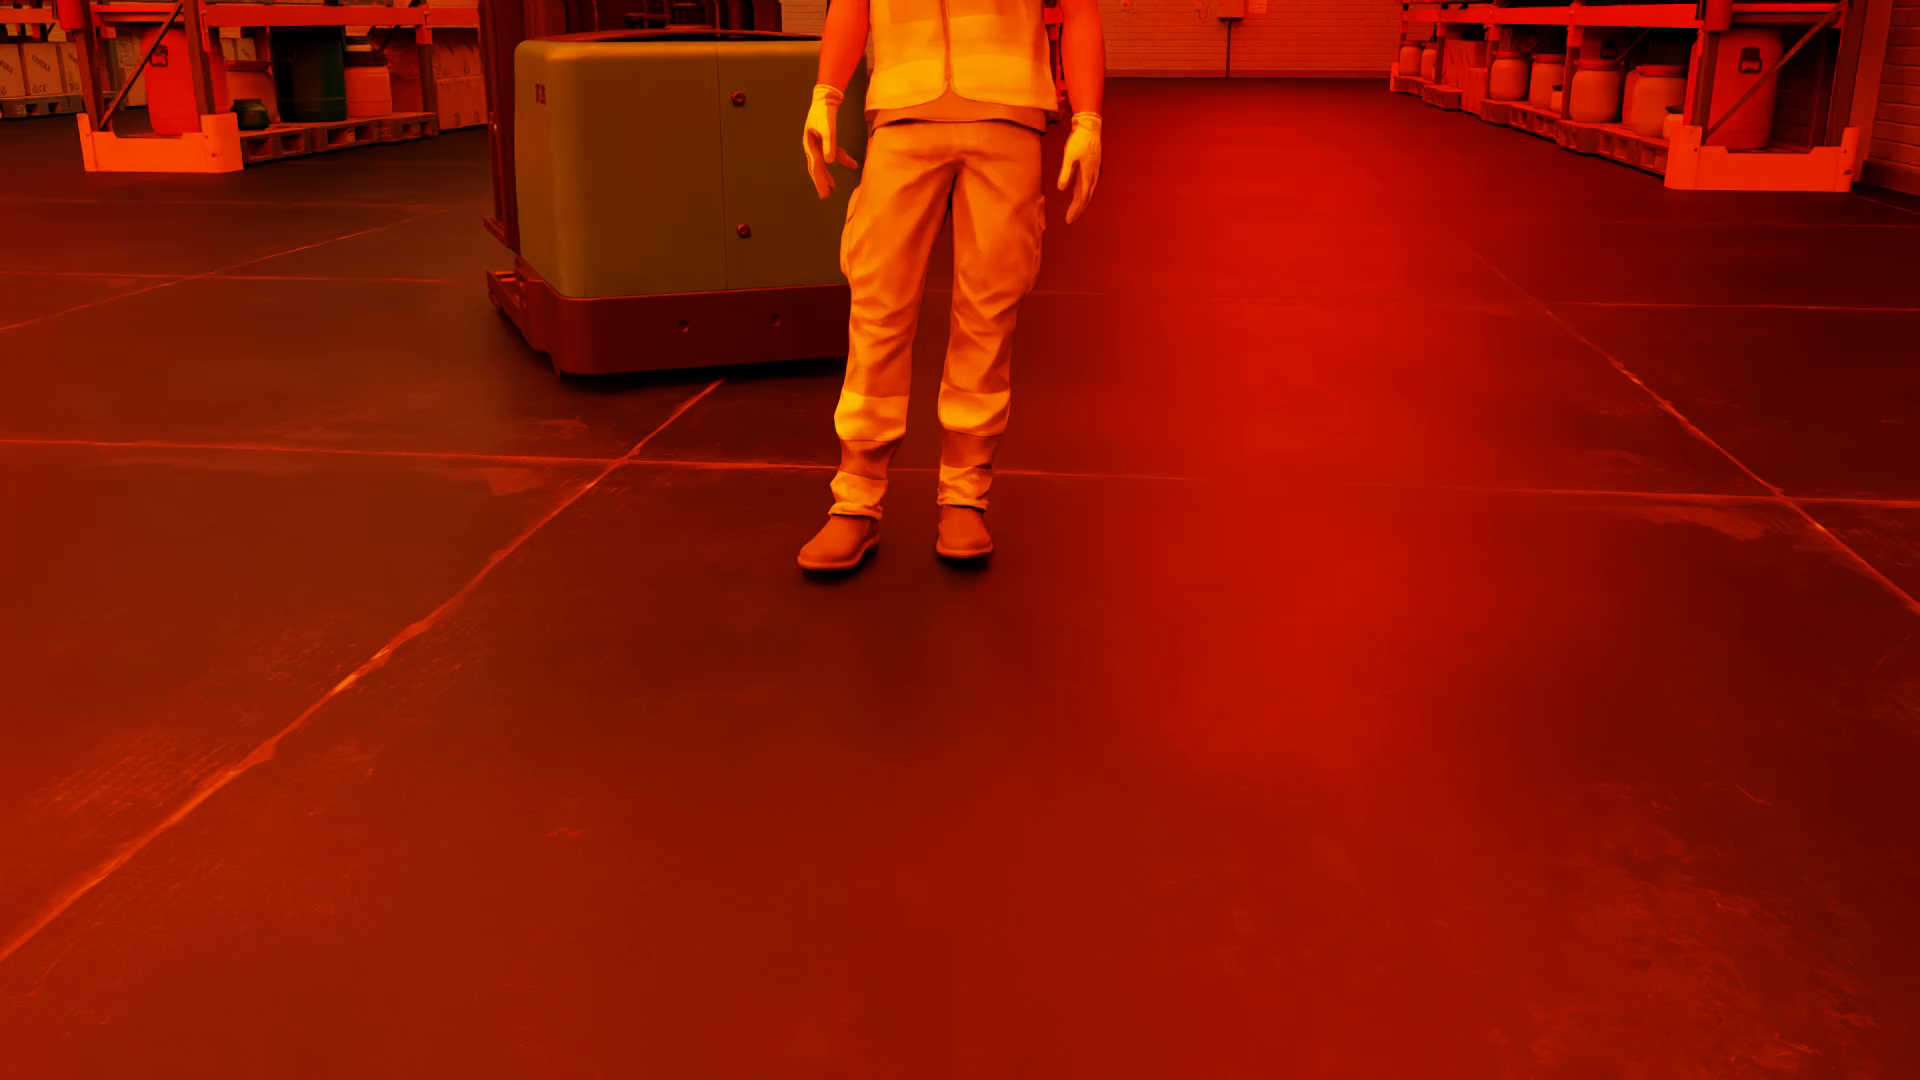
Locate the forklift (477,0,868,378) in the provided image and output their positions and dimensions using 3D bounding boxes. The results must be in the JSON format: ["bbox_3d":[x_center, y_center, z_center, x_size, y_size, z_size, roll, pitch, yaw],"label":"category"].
[{"bbox_3d":[-1.293,-2.320,6.310,1.130,2.935,3.031,-7,19,-20],"label":"forklift"}]

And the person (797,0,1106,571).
[{"bbox_3d":[-0.022,-0.837,3.481,0.637,1.787,0.564,2,18,7],"label":"person"}]
